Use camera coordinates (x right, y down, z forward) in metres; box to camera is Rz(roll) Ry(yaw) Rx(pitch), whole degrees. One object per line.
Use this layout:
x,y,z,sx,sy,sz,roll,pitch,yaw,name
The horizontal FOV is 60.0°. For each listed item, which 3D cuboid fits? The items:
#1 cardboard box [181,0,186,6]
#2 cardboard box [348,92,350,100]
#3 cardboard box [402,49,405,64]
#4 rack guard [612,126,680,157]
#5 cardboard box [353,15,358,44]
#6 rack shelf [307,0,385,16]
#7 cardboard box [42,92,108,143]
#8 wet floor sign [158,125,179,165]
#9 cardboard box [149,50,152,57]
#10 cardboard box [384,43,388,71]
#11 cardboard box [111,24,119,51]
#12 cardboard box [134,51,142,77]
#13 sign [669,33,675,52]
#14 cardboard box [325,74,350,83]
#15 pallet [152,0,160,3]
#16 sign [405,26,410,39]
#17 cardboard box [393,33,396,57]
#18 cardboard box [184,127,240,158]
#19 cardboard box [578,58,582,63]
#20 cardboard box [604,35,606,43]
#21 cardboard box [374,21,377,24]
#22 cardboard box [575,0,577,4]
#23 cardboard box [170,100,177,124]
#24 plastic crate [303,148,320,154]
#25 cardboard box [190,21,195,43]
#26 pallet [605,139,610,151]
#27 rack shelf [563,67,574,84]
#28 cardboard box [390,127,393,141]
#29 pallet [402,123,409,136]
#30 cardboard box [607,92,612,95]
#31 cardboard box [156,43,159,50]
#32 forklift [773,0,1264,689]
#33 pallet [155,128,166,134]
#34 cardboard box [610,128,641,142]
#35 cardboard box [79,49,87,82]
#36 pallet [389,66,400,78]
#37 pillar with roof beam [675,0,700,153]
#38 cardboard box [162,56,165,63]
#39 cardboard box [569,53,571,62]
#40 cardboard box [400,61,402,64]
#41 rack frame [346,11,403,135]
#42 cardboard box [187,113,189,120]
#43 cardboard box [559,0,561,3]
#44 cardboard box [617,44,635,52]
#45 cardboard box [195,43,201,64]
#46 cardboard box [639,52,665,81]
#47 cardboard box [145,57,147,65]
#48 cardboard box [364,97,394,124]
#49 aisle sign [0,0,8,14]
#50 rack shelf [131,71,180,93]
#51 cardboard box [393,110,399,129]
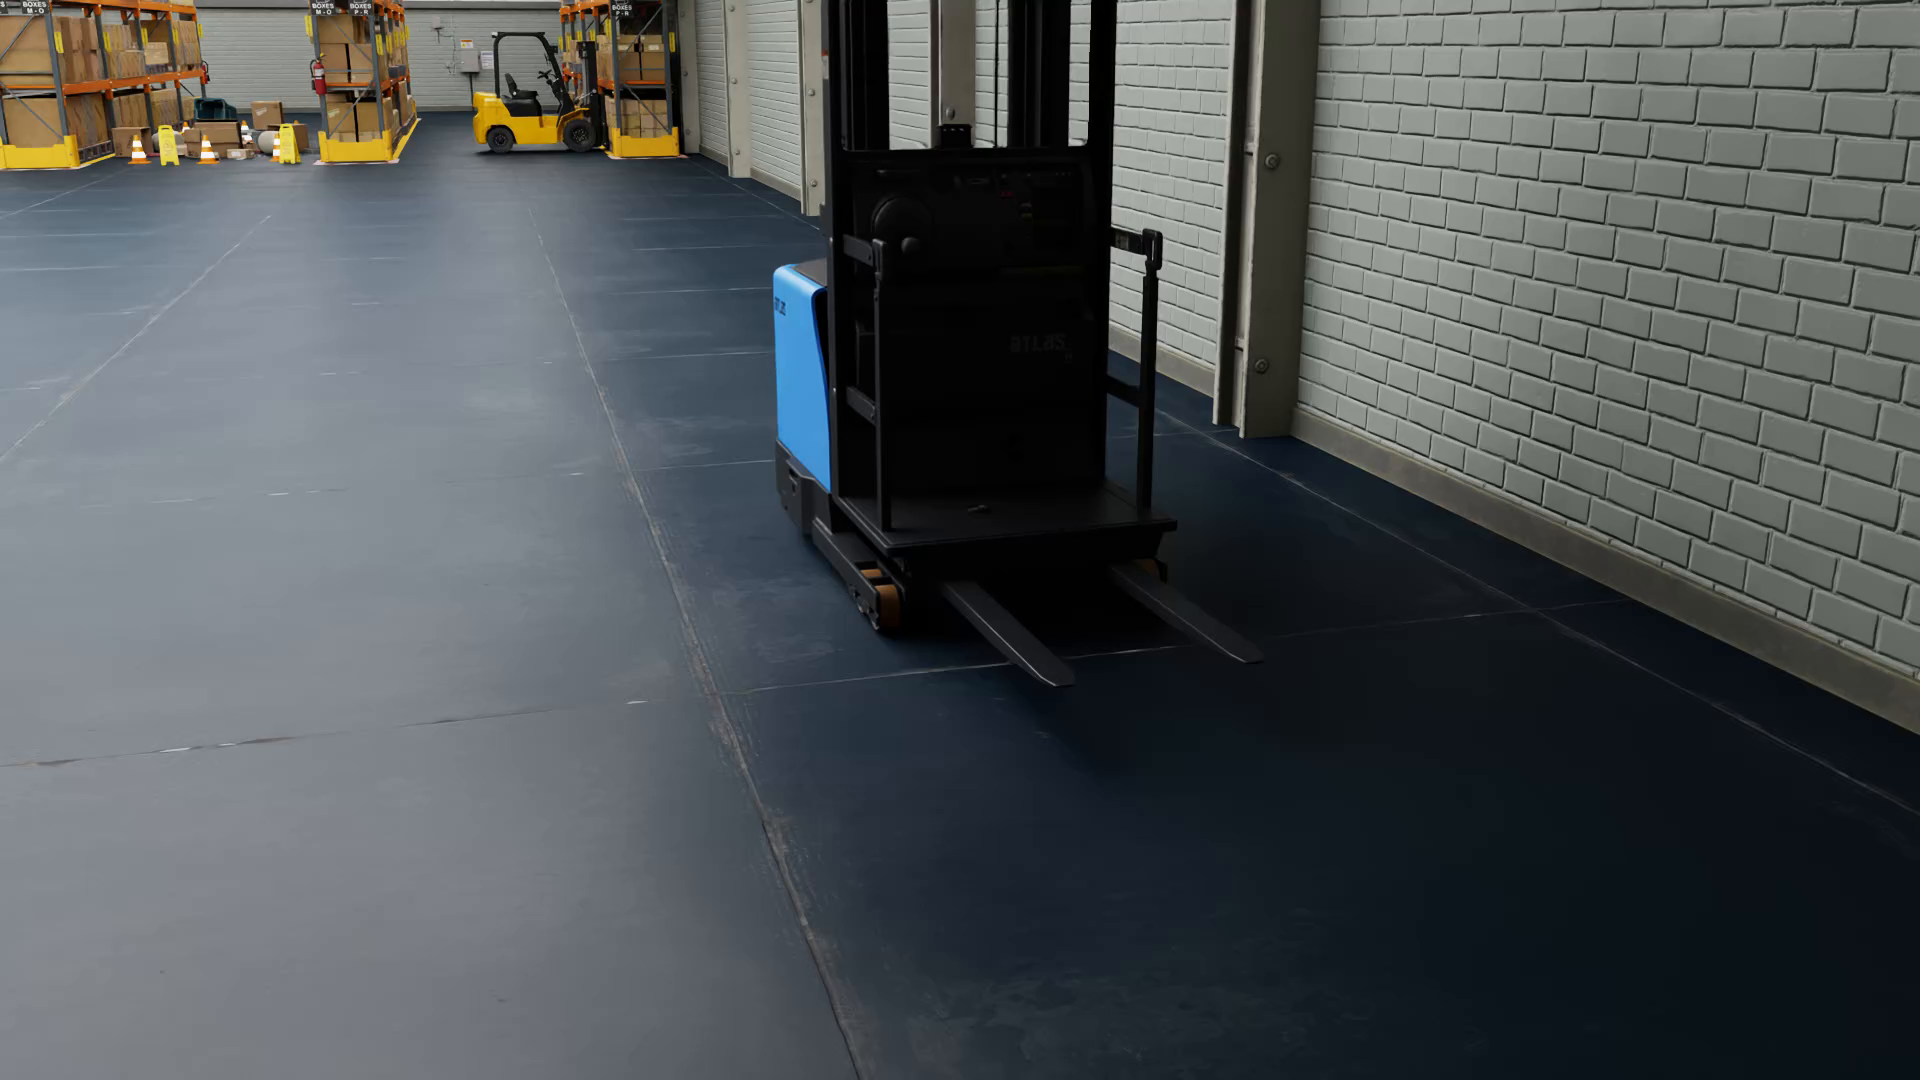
-18.775,-12.860,39.596,0.500,0.250,0.500,-4,17,-13,cardboard box
-11.234,-8.012,30.029,0.380,0.149,0.250,-4,17,-13,cardboard box
-13.636,-11.536,39.967,0.500,0.500,0.500,-4,17,-13,cardboard box
-5.683,-7.208,30.078,1.175,0.500,0.348,-5,17,-15,rack guard
-10.943,-8.952,29.110,0.700,0.500,0.500,-5,17,-15,cardboard box
-11.011,-9.663,29.944,1.077,0.370,4.000,-5,17,-15,rack shelf
-16.186,-7.709,30.366,0.875,0.875,0.875,-4,17,-14,cardboard box
-13.281,-6.620,27.868,0.267,0.644,0.232,-8,18,-25,wet floor sign
-17.621,-10.472,35.788,0.380,0.149,0.250,-5,17,-15,cardboard box
-11.051,-9.070,31.241,0.500,0.500,0.500,-4,17,-13,cardboard box
-16.853,-9.790,32.419,0.700,0.500,0.500,-5,17,-16,cardboard box
-16.874,-9.618,33.583,0.500,0.500,0.500,-5,17,-15,cardboard box
-5.154,-8.906,29.745,0.100,0.325,0.005,-5,17,-15,sign
-10.770,-7.984,28.755,0.380,0.149,0.250,-4,17,-13,cardboard box
-18.135,-11.799,36.129,1.213,0.211,1.003,-5,17,-15,pallet
-14.333,-13.151,43.093,0.100,0.325,0.005,-5,17,-15,sign
-12.115,-10.376,34.861,0.500,0.500,0.500,-5,17,-16,cardboard box
-13.378,-7.108,29.741,0.637,0.503,0.797,11,20,32,cardboard box
-8.438,-10.856,37.587,0.380,0.149,0.250,-4,17,-14,cardboard box
-6.438,-9.340,31.013,0.380,0.149,0.250,-4,17,-14,cardboard box
-14.118,-12.316,39.700,0.380,0.149,0.250,-4,17,-14,cardboard box
-8.539,-12.389,38.029,0.500,0.250,0.500,-5,17,-15,cardboard box
-17.904,-9.595,37.296,0.500,0.500,0.500,-5,17,-17,cardboard box
-11.917,-7.227,30.872,0.402,0.080,0.583,-12,20,-34,plastic crate
-19.086,-12.446,40.745,0.500,0.500,0.500,-5,18,-17,cardboard box
-6.272,-7.621,31.956,1.003,0.211,1.213,-5,17,-15,pallet
-9.537,-11.939,42.736,1.077,0.370,4.000,-5,17,-15,rack shelf
-10.712,-7.439,30.552,0.500,0.250,0.500,-4,17,-12,cardboard box
-12.804,-9.119,36.944,1.003,0.211,1.213,-5,17,-15,pallet
-7.924,-10.246,38.335,0.380,0.149,0.250,-4,17,-15,cardboard box
-17.912,-10.901,36.702,0.380,0.149,0.250,-5,18,-17,cardboard box
0.122,-1.212,5.893,1.130,2.935,3.031,-5,18,-17,forklift
-17.605,-8.692,35.522,1.003,0.211,1.213,-5,17,-15,pallet
-6.122,-7.401,30.425,0.500,0.250,0.500,-5,17,-15,cardboard box
-15.729,-8.228,28.869,0.875,0.550,0.500,-5,17,-15,cardboard box
-11.631,-9.255,32.884,1.003,0.211,1.213,-5,17,-15,pallet
-9.154,-11.208,28.623,9.100,9.000,0.400,-5,17,-15,pillar with roof beam
-18.052,-10.764,37.278,0.380,0.149,0.250,-5,17,-15,cardboard box
-9.514,-12.060,41.632,0.500,0.250,0.500,-5,17,-15,cardboard box
-13.254,-11.020,38.686,0.500,0.250,0.500,-5,17,-16,cardboard box
-12.660,-10.231,35.797,1.000,3.000,0.127,-5,17,-15,rack frame
-18.355,-9.953,39.099,0.380,0.149,0.250,-4,17,-14,cardboard box
-10.227,-14.200,43.541,0.500,0.250,0.500,-5,17,-16,cardboard box
-6.054,-8.844,29.878,0.380,0.149,0.250,-4,17,-14,cardboard box
-19.219,-12.111,41.365,0.500,0.500,0.500,-4,17,-14,cardboard box
-5.559,-8.618,30.255,0.500,0.500,0.500,-4,17,-13,cardboard box
-17.394,-10.106,35.089,0.380,0.149,0.250,-4,17,-13,cardboard box
-11.140,-8.225,31.867,0.500,0.500,0.500,-5,17,-16,cardboard box
-15.462,-8.800,26.516,0.394,0.787,0.004,-5,17,-15,aisle sign
-17.941,-10.020,36.347,1.077,0.370,4.000,-5,17,-15,rack shelf
-12.303,-8.813,34.915,0.950,0.372,0.625,-5,17,-16,cardboard box
